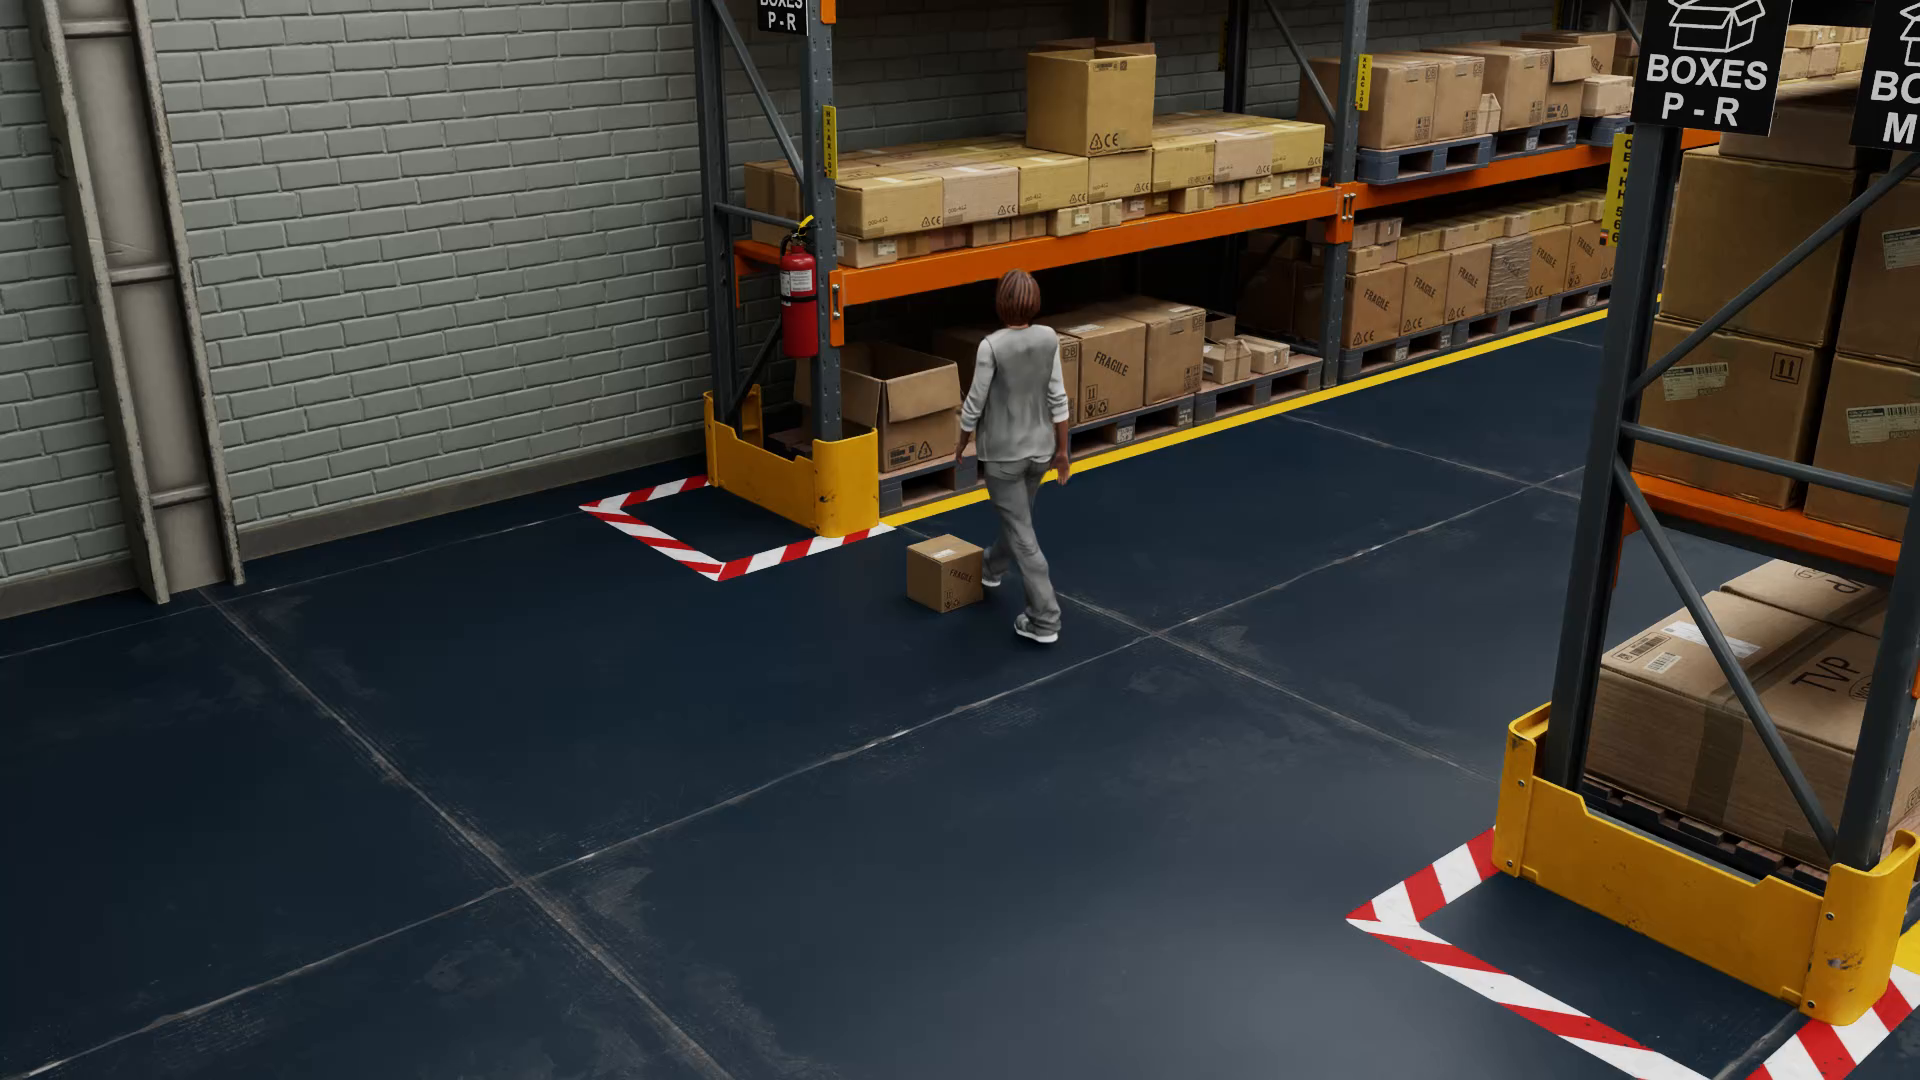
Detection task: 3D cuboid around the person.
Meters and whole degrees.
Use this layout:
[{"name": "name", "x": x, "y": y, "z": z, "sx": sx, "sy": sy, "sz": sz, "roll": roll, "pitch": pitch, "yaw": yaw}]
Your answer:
[{"name": "person", "x": 0.161, "y": -0.395, "z": 7.072, "sx": 0.417, "sy": 1.571, "sz": 0.860, "roll": -14, "pitch": 25, "yaw": -32}]
